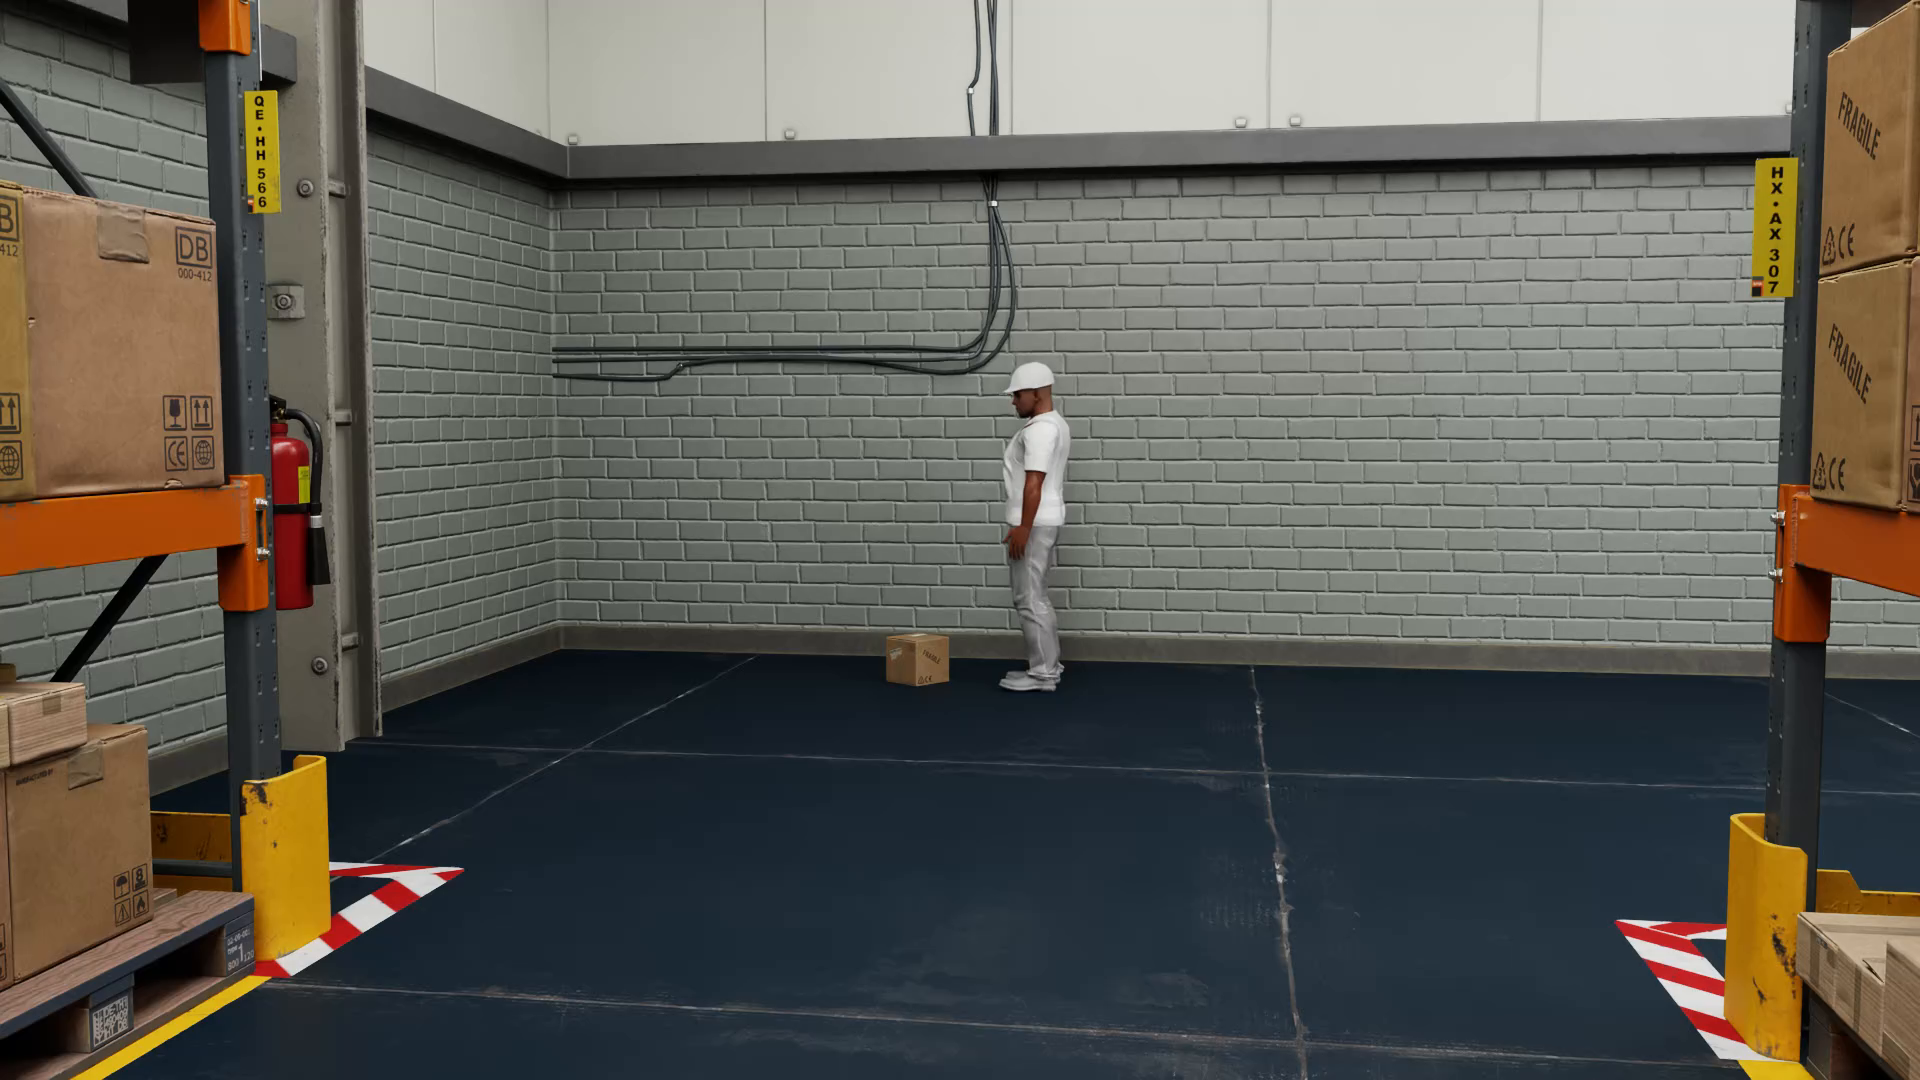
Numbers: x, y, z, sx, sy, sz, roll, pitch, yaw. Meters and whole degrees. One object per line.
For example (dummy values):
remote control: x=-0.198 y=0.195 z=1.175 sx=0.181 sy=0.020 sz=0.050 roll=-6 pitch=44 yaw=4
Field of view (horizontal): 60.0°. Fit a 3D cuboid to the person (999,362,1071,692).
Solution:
person: x=0.404 y=-0.075 z=8.981 sx=0.361 sy=1.762 sz=0.566 roll=1 pitch=5 yaw=10
